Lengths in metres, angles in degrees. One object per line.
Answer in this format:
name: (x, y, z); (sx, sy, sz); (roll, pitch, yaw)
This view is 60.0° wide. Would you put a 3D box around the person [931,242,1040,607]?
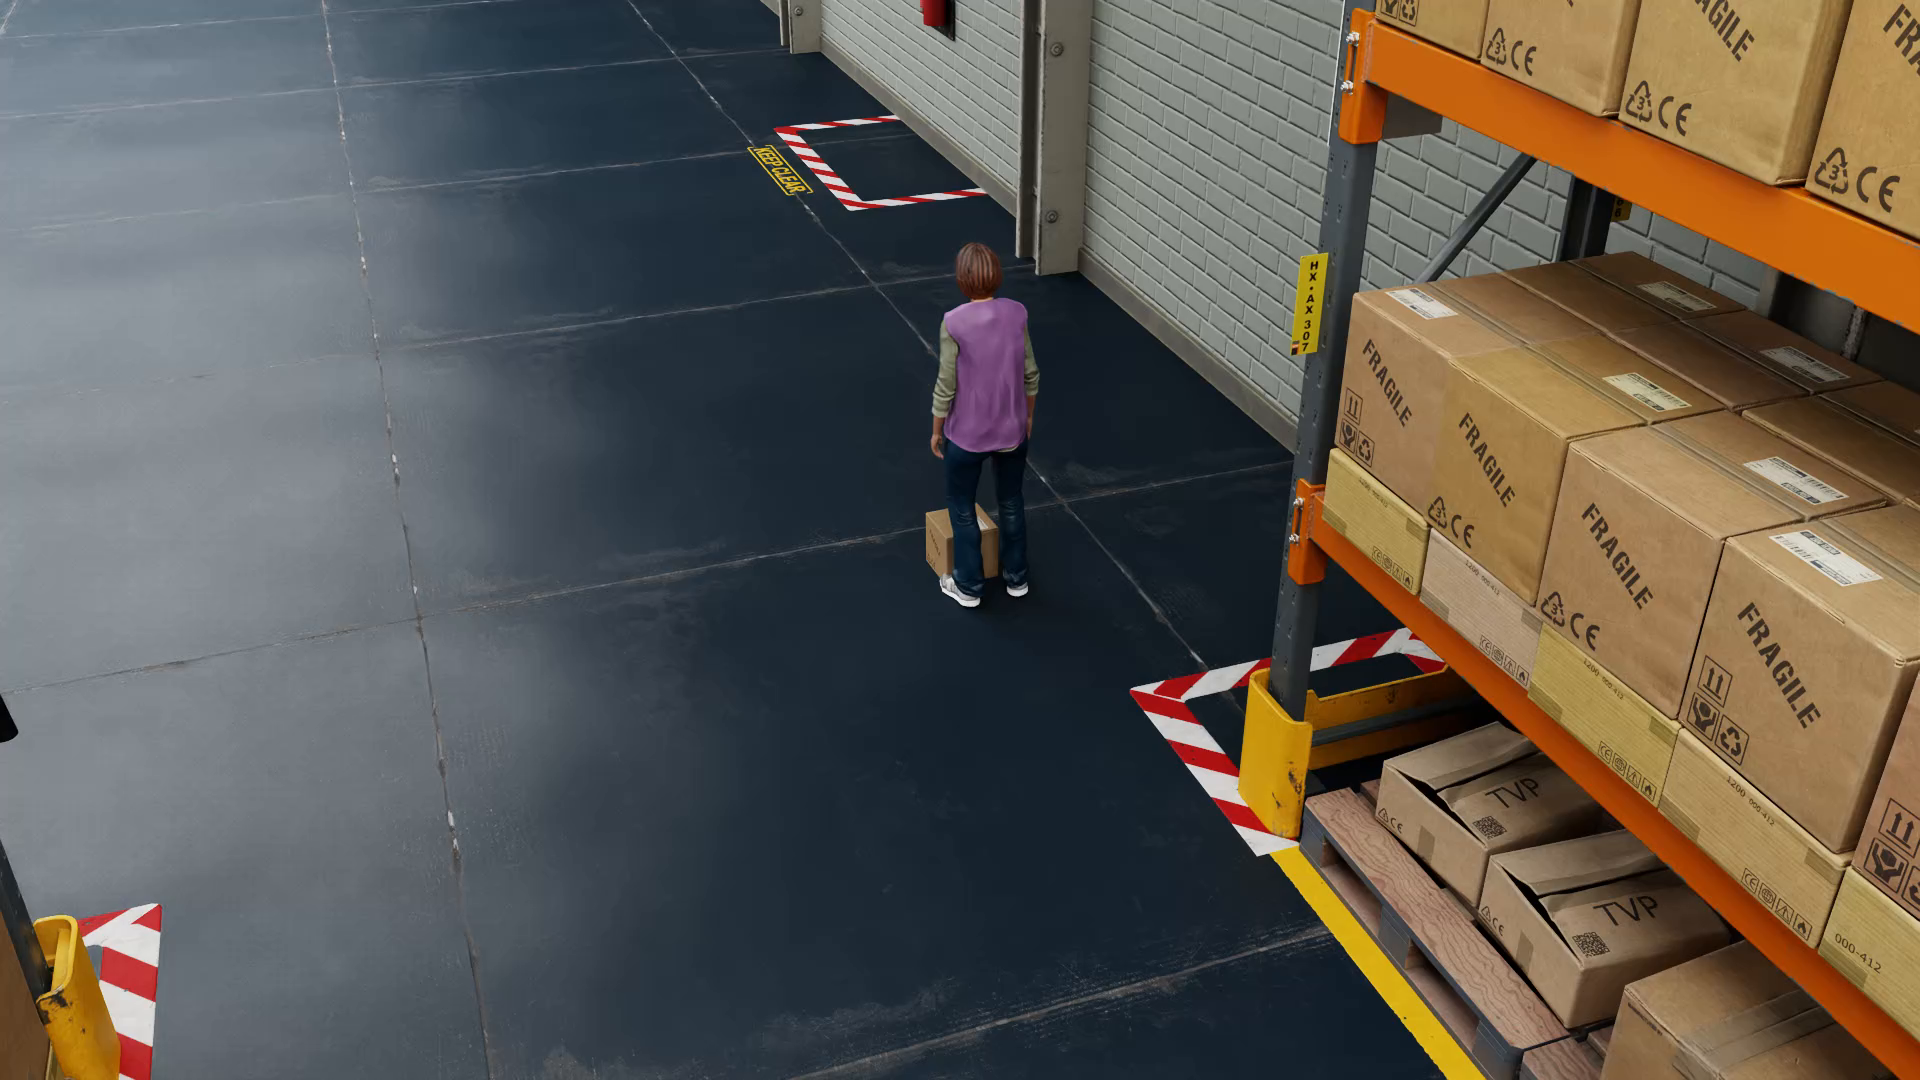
person: (0.102, -0.450, 6.911); (0.460, 1.593, 0.343); (-10, 32, -17)
